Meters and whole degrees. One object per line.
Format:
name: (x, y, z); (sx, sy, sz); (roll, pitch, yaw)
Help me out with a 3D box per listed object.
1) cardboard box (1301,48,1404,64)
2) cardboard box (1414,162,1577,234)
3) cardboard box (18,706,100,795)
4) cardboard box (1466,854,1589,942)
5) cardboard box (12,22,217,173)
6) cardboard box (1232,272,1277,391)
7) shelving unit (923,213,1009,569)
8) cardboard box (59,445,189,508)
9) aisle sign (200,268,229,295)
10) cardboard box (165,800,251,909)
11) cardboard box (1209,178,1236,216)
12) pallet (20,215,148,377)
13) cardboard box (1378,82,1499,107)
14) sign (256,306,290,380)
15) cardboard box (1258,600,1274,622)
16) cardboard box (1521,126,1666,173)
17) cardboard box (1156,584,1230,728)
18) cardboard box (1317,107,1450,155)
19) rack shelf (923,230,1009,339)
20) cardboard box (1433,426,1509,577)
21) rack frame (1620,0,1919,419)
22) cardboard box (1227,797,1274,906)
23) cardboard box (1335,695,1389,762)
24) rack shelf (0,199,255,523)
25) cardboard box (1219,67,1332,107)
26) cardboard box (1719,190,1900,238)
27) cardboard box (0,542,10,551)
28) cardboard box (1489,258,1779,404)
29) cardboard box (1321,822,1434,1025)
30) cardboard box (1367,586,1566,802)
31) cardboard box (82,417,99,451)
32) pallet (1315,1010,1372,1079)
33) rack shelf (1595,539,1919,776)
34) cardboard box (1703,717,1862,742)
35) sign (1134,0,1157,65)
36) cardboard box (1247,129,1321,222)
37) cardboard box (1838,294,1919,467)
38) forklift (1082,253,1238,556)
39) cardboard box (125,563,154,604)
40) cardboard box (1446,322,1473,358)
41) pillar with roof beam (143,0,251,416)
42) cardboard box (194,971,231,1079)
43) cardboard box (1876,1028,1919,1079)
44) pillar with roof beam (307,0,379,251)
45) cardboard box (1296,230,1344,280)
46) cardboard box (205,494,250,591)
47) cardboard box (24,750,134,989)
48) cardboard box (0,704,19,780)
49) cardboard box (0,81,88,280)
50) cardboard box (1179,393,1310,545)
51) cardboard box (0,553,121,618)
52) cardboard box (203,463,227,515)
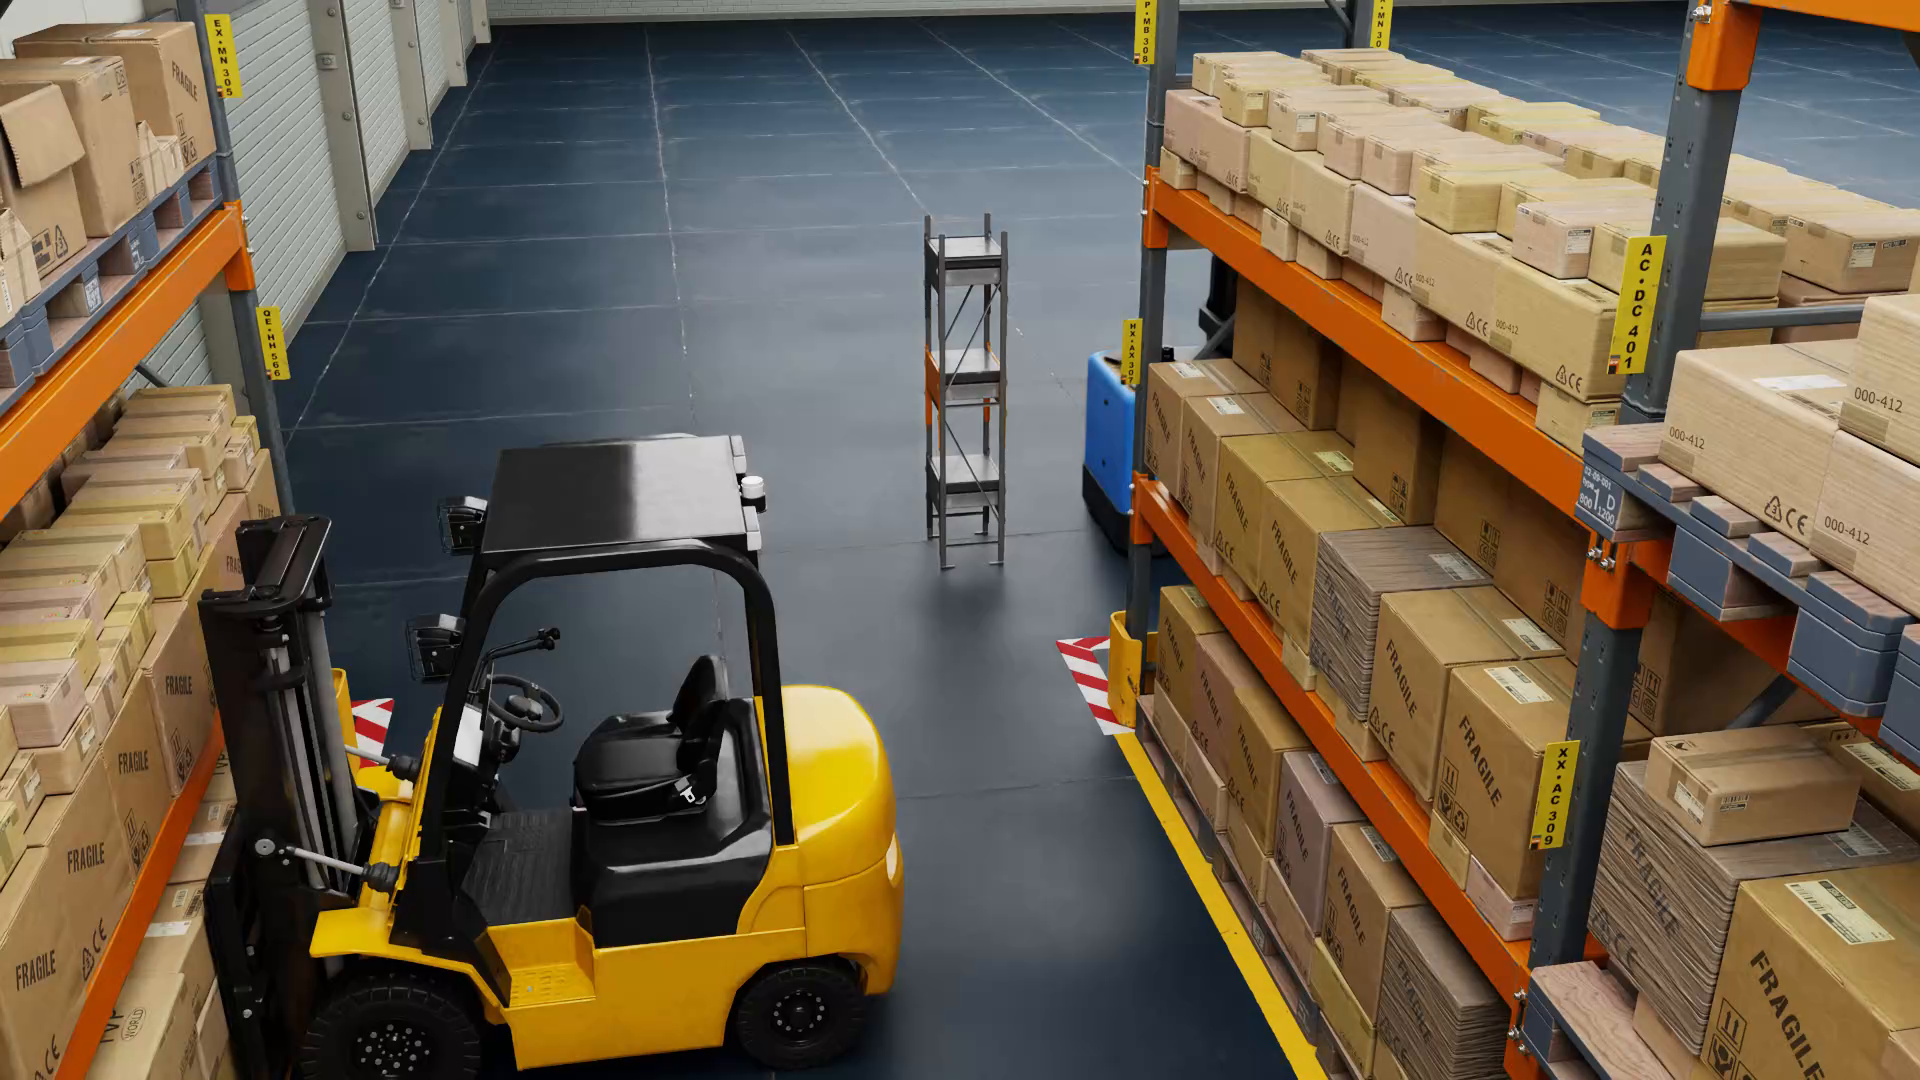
cardboard box: (1.713, -2.060, 7.289); (0.380, 0.149, 0.250); (-4, 24, -9)
cardboard box: (1.566, -1.004, 4.871); (0.380, 0.149, 0.250); (-4, 24, -8)
cardboard box: (-2.675, 0.603, 4.685); (0.380, 0.149, 0.250); (-4, 24, -9)
cardboard box: (1.741, 1.038, 4.938); (0.380, 0.149, 0.250); (-5, 24, -10)
cardboard box: (-3.196, -1.680, 6.327); (0.500, 0.500, 0.500); (-4, 24, -8)
cardboard box: (1.669, -1.002, 7.550); (0.700, 0.500, 0.500); (-5, 24, -11)
shelving unit: (0.031, -0.897, 10.181); (0.431, 2.100, 0.503); (-4, 24, -10)
cardboard box: (-3.120, -0.232, 6.227); (0.380, 0.149, 0.250); (-4, 24, -9)
aisle sign: (-3.240, -1.416, 6.997); (0.394, 0.787, 0.004); (-4, 24, -10)
cardboard box: (-2.836, 1.188, 5.943); (0.500, 0.250, 0.500); (-5, 24, -11)
cardboard box: (1.255, -1.448, 6.883); (0.380, 0.149, 0.250); (-4, 24, -8)
pallet: (-3.183, -0.751, 5.083); (1.003, 0.211, 1.213); (-4, 24, -10)
cardboard box: (1.823, -1.656, 6.364); (0.380, 0.149, 0.250); (-4, 24, -10)
sign: (-2.981, -0.851, 7.209); (0.100, 0.325, 0.005); (-4, 24, -10)
cardboard box: (1.440, 0.229, 6.793); (0.380, 0.149, 0.250); (-3, 24, -8)
cardboard box: (2.068, -1.254, 5.443); (0.380, 0.149, 0.250); (-5, 24, -11)
cardboard box: (1.243, 0.525, 7.774); (0.500, 0.500, 0.500); (-5, 24, -12)
cardboard box: (1.476, -1.415, 5.813); (0.380, 0.149, 0.250); (-4, 24, -9)
rack shelf: (0.031, -1.526, 9.906); (0.431, 0.518, 0.480); (-4, 24, -10)
cardboard box: (2.093, -0.204, 5.724); (0.700, 0.500, 0.500); (-5, 24, -11)
rack frame: (2.100, -1.722, 3.450); (1.000, 3.000, 0.127); (-4, 24, -10)
cardboard box: (1.438, 1.274, 6.995); (0.500, 0.250, 0.500); (-3, 24, -6)
cardboard box: (1.550, 0.639, 5.853); (0.380, 0.149, 0.250); (-5, 24, -11)
rack shelf: (-3.147, -0.436, 5.151); (1.077, 0.370, 4.000); (-4, 24, -10)
cardboard box: (1.274, -1.815, 6.729); (0.380, 0.149, 0.250); (-4, 24, -10)
cardboard box: (2.286, -0.846, 4.509); (0.380, 0.149, 0.250); (-4, 24, -8)
cardboard box: (-3.594, 0.038, 5.980); (0.380, 0.149, 0.250); (-4, 24, -9)
cardboard box: (1.753, -0.569, 4.374); (0.500, 0.250, 0.500); (-5, 24, -10)
cardboard box: (1.631, 1.338, 5.912); (0.500, 0.500, 0.500); (-4, 24, -9)
cardboard box: (1.672, 0.487, 5.391); (0.500, 0.500, 0.500); (-4, 24, -8)
cardboard box: (-3.677, -0.400, 6.610); (0.380, 0.149, 0.250); (-3, 24, -8)
pallet: (1.941, 2.044, 5.807); (1.003, 0.211, 1.213); (-4, 24, -10)
rack shelf: (2.470, 0.769, 2.393); (1.077, 0.370, 4.000); (-4, 24, -10)
cardboard box: (2.293, 0.651, 5.014); (0.500, 0.500, 0.500); (-4, 24, -10)
sign: (0.827, -2.281, 7.385); (0.100, 0.325, 0.005); (-4, 24, -10)
cardboard box: (1.395, -1.371, 6.209); (0.500, 0.250, 0.500); (-4, 24, -8)
cardboard box: (1.916, -0.245, 2.855); (0.500, 0.250, 0.500); (-5, 24, -11)
forklift: (2.391, -1.517, 10.561); (3.031, 2.935, 1.130); (-4, 24, -10)
cardboard box: (-2.959, 0.203, 5.602); (0.380, 0.149, 0.250); (-4, 24, -10)
cardboard box: (1.710, -0.642, 5.038); (0.380, 0.149, 0.250); (-5, 24, -12)
pillar with roof beam: (-1.153, -5.265, 11.561); (9.100, 9.000, 0.400); (-4, 24, -10)
cardboard box: (-2.740, 1.625, 5.568); (0.500, 0.250, 0.500); (-5, 24, -10)
cardboard box: (2.076, 1.251, 3.117); (0.500, 0.500, 0.500); (-4, 24, -10)
pillar with roof beam: (-2.262, -7.625, 16.965); (9.100, 9.000, 0.400); (-4, 24, -10)
cardboard box: (1.434, -1.043, 5.955); (0.380, 0.149, 0.250); (-5, 24, -11)
cardboard box: (-3.081, 0.156, 6.521); (0.500, 0.500, 0.500); (-4, 24, -8)
cardboard box: (-2.715, 0.953, 4.696); (0.500, 0.500, 0.500); (-4, 24, -9)
cardboard box: (-2.738, 0.573, 4.382); (0.380, 0.149, 0.250); (-5, 24, -11)
cardboard box: (-3.034, -1.038, 4.853); (0.797, 0.503, 0.637); (-4, 24, -8)
cardboard box: (1.274, -0.318, 7.234); (0.500, 0.500, 0.500); (-4, 24, -8)
cardboard box: (-2.924, 0.172, 5.302); (0.380, 0.149, 0.250); (-4, 24, -10)
cardboard box: (-3.113, -0.200, 6.524); (0.380, 0.149, 0.250); (-4, 24, -9)
